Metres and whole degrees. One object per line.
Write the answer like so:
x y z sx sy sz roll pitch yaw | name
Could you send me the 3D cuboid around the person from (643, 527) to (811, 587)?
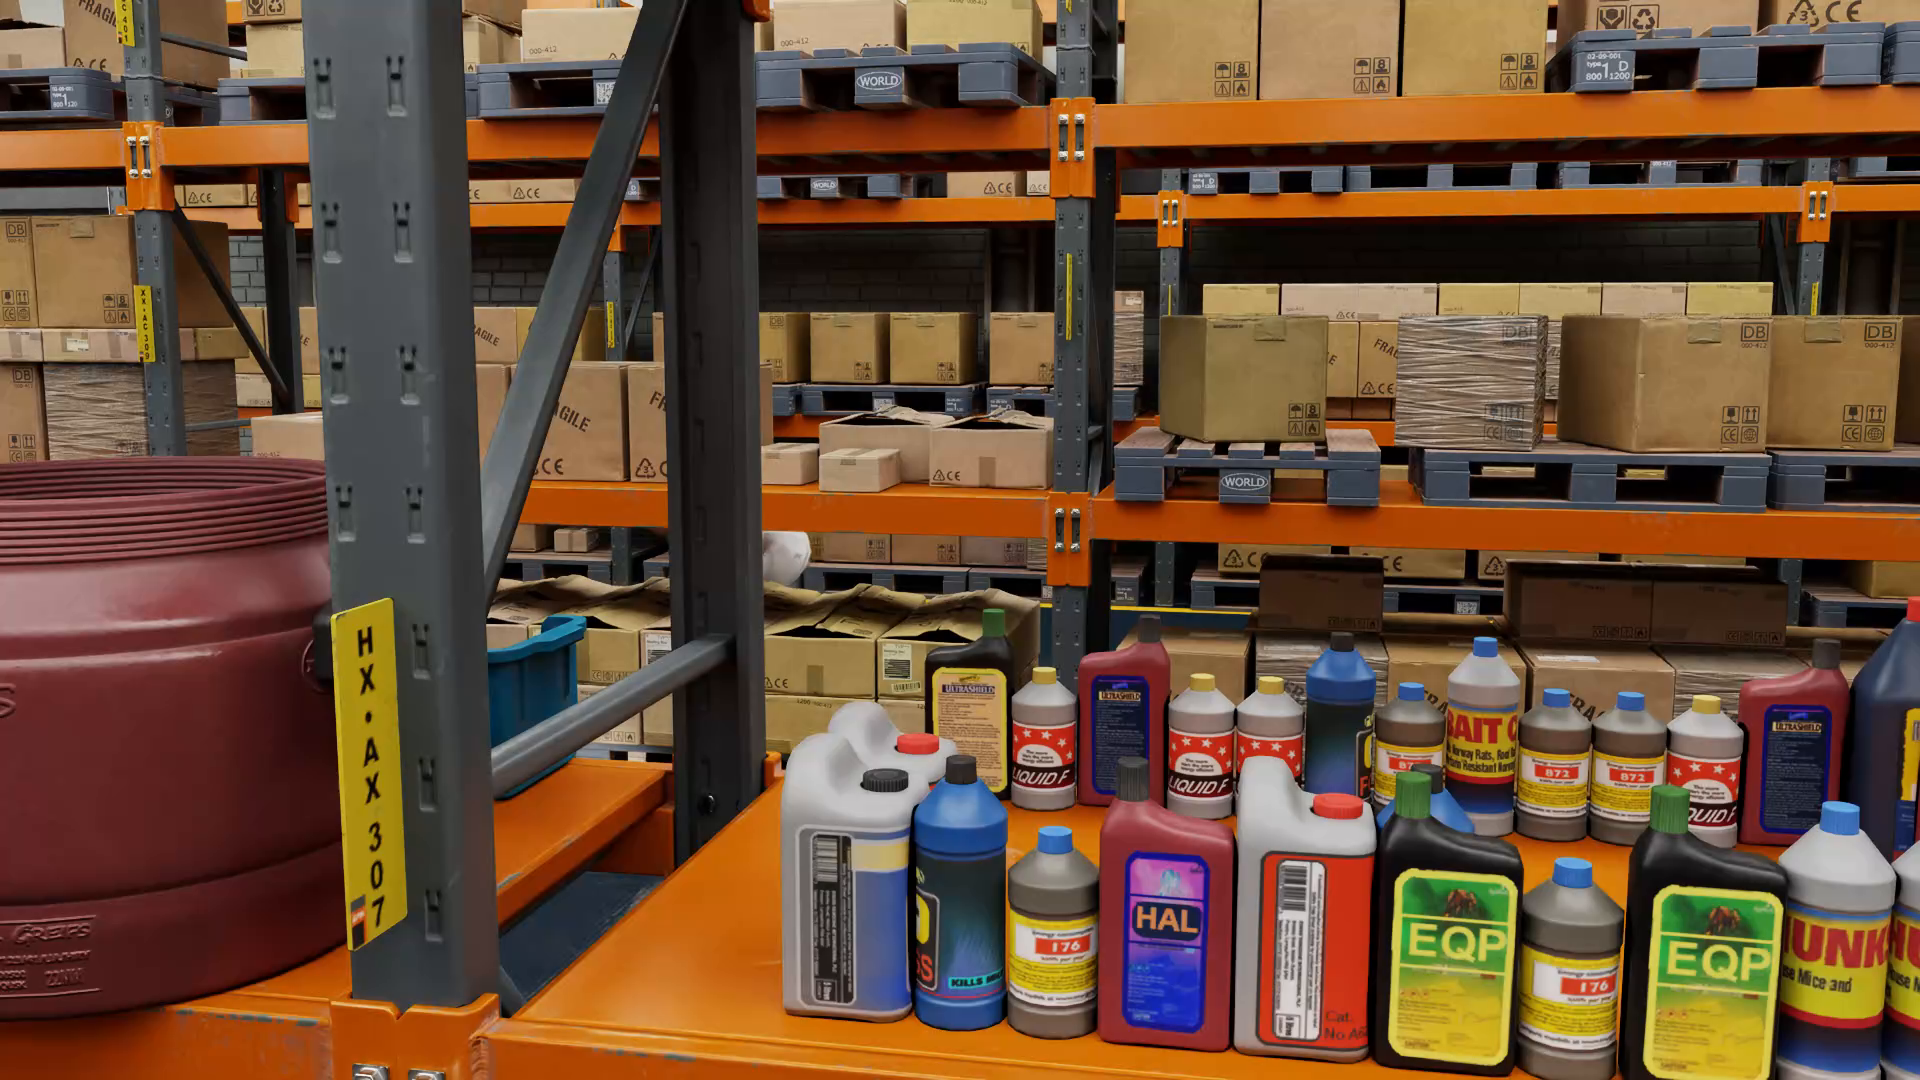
-1.274 0.279 9.010 0.942 1.048 0.593 1 8 8 | person
